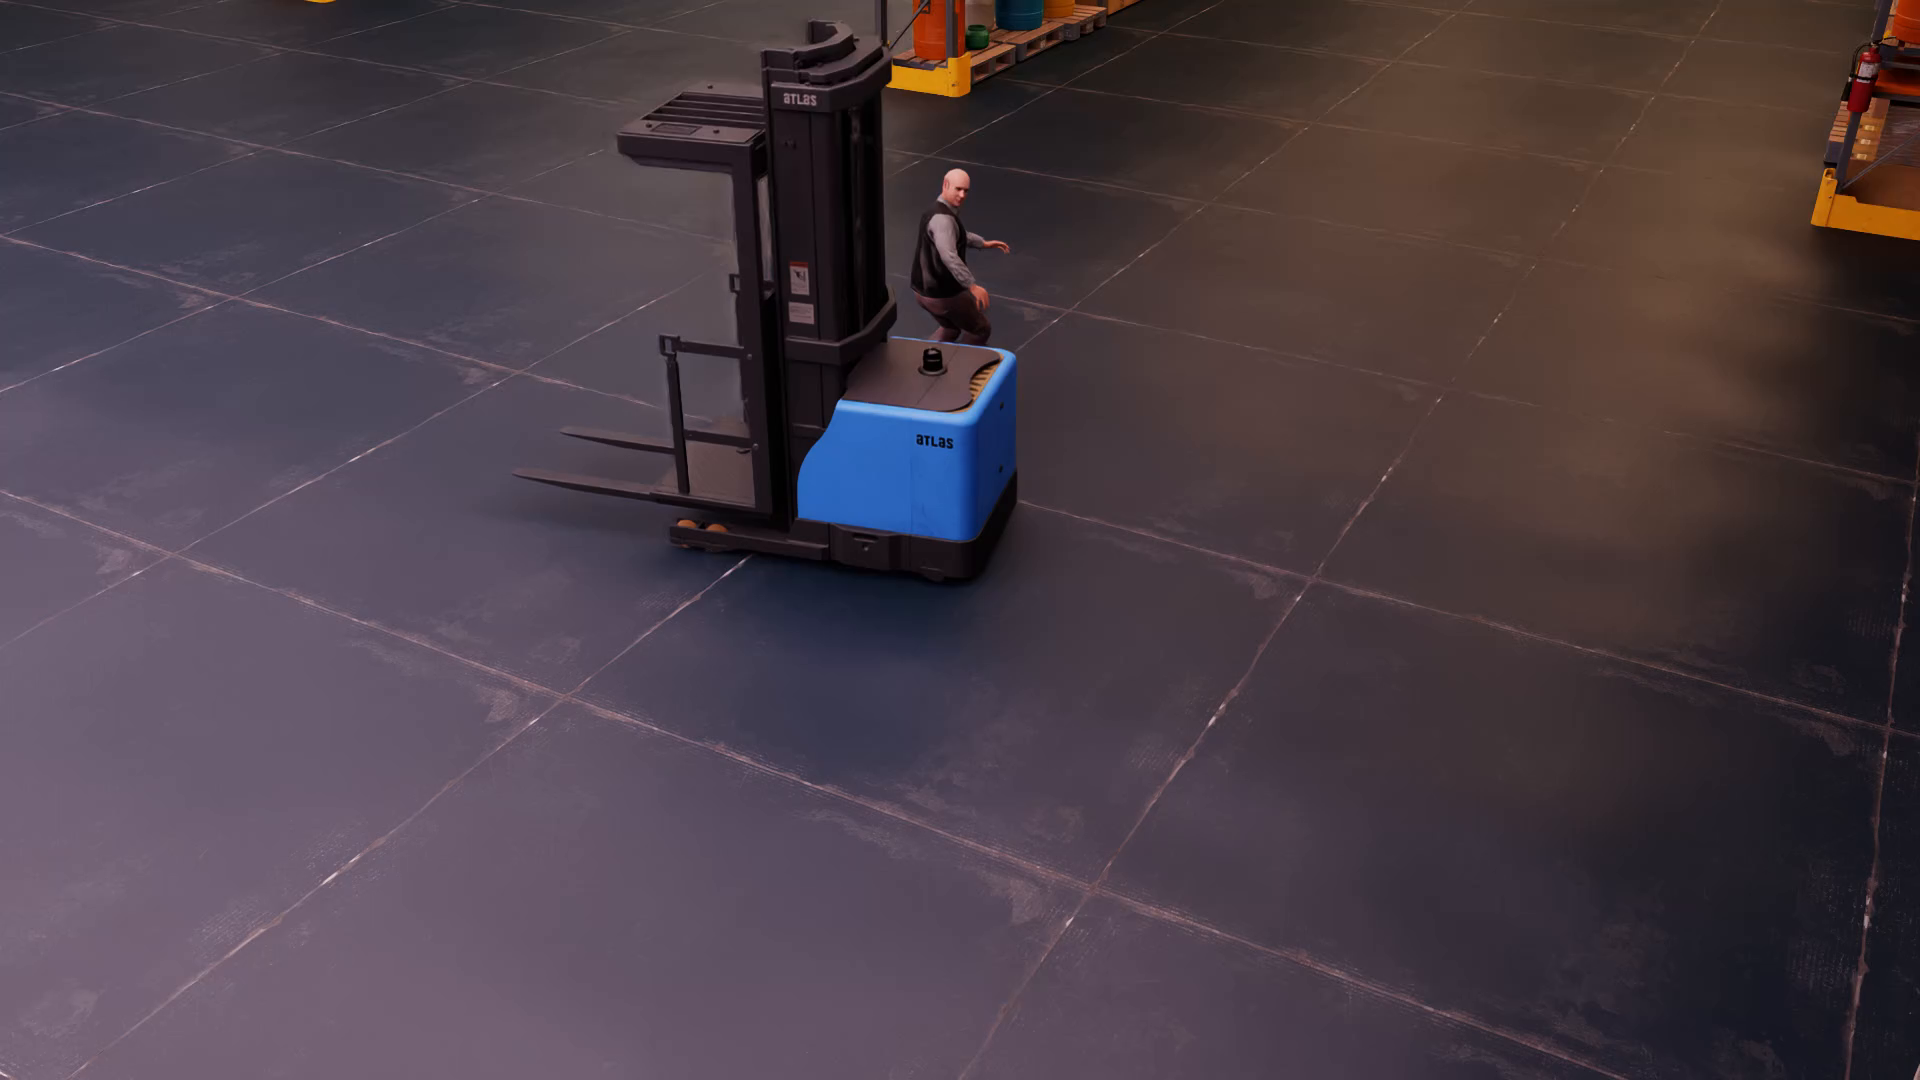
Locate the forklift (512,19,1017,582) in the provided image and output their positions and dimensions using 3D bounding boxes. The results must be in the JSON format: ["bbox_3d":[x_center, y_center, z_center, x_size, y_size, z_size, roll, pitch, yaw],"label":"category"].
[{"bbox_3d":[-1.226,-1.437,9.561,3.031,2.935,1.130,8,31,14],"label":"forklift"}]

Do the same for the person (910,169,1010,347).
[{"bbox_3d":[0.041,-1.754,11.447,0.805,1.599,0.849,-12,32,-19],"label":"person"}]
